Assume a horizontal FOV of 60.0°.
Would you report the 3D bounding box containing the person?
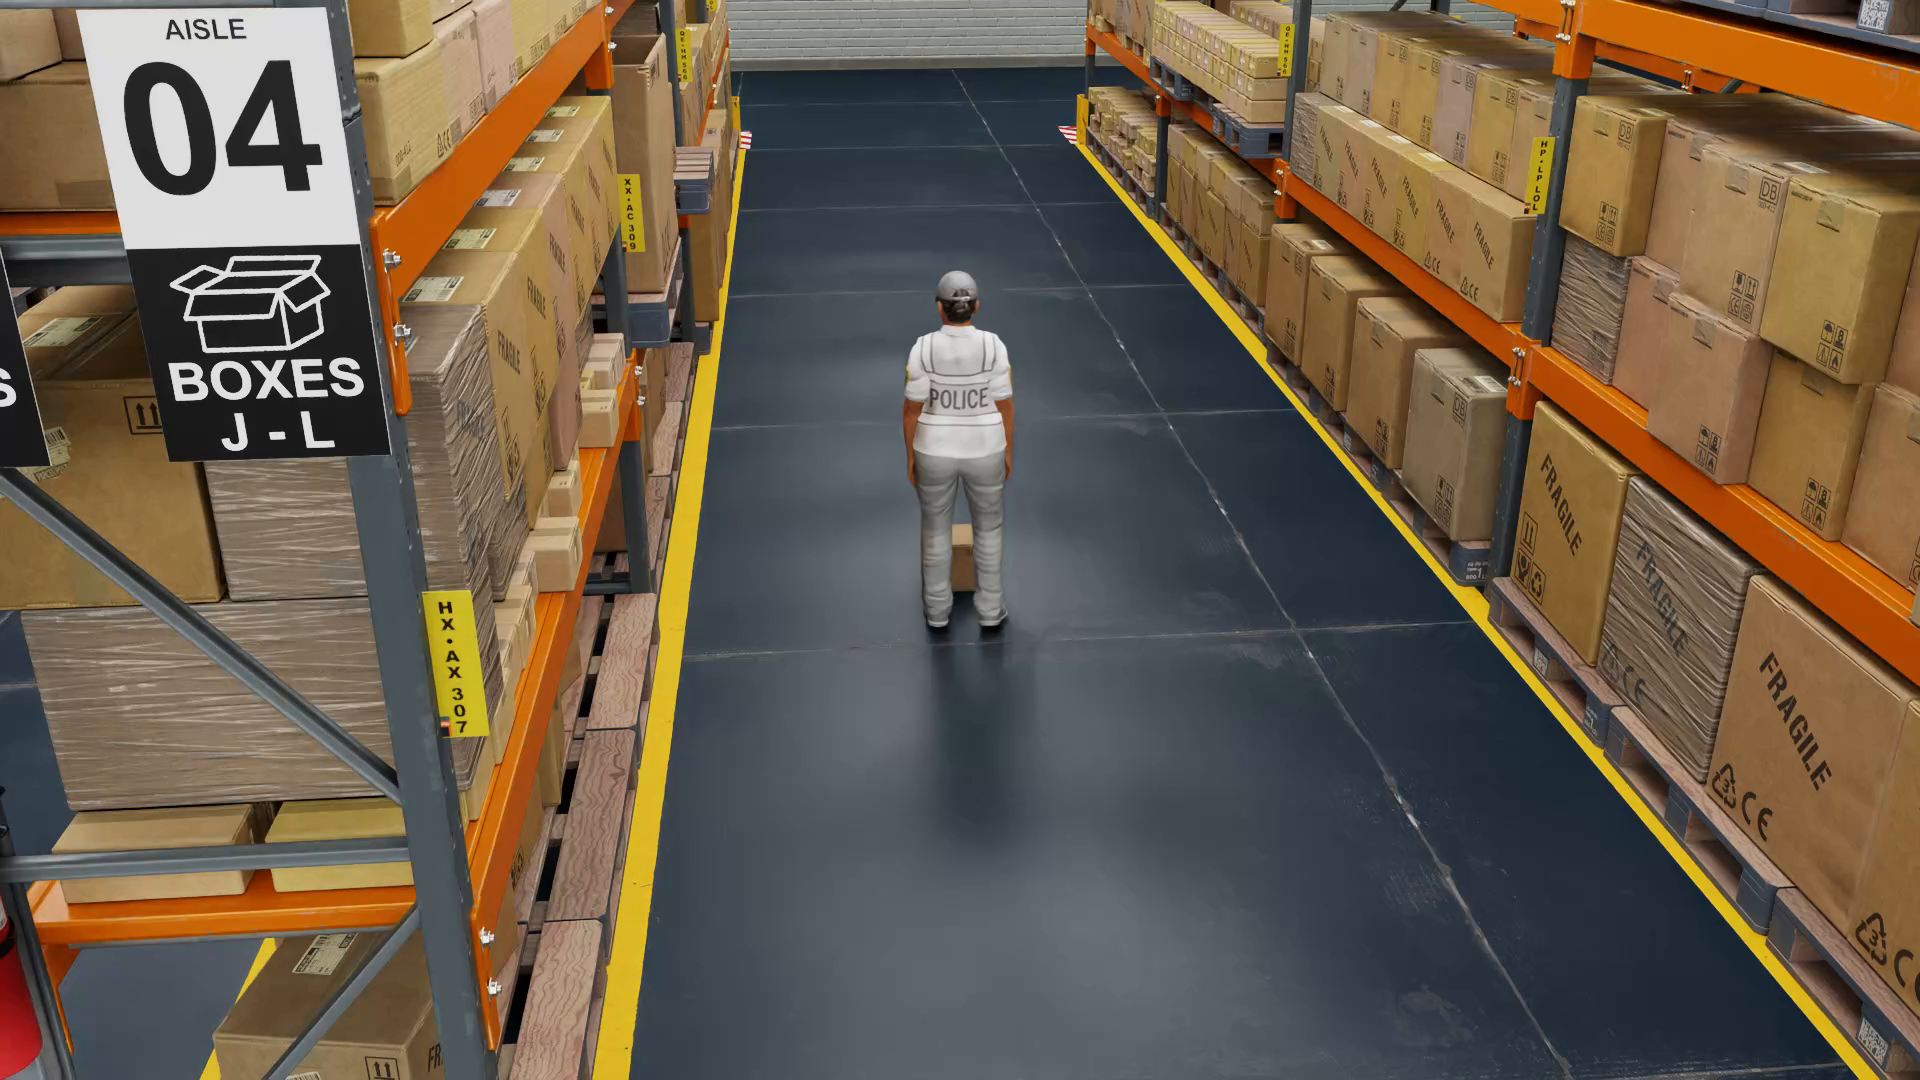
[{"bbox_3d":[-0.007,-0.370,7.423,0.487,1.687,0.405,0,24,0],"label":"person"}]
